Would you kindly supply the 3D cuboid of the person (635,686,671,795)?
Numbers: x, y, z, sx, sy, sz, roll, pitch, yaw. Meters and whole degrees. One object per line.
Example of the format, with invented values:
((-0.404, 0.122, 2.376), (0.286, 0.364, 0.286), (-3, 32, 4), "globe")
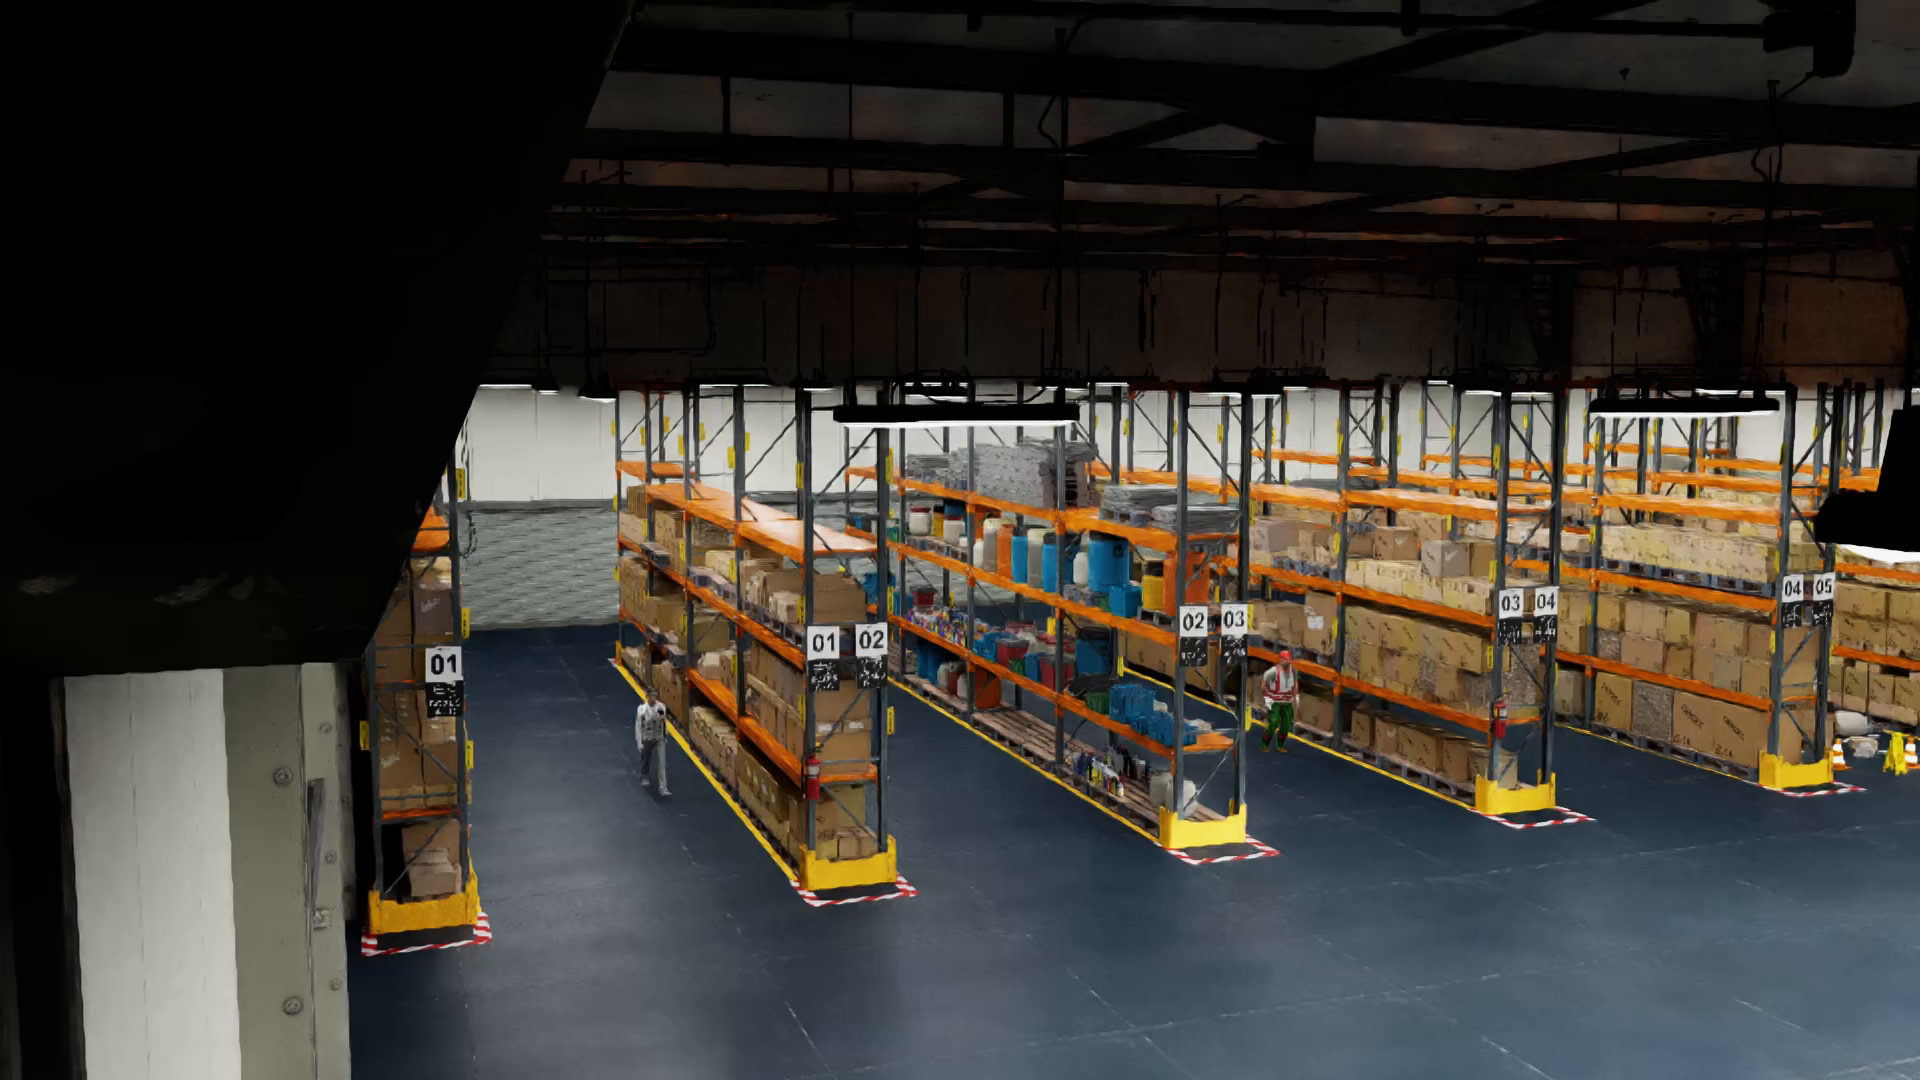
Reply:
((-4.550, 2.927, 24.566), (0.495, 1.589, 1.086), (-2, 6, -17), "person")

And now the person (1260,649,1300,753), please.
((5.208, 2.619, 27.021), (0.677, 1.742, 0.552), (-2, 6, -19), "person")

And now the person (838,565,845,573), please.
((-2.634, 1.434, 37.952), (0.563, 1.752, 0.733), (2, 6, 15), "person")
